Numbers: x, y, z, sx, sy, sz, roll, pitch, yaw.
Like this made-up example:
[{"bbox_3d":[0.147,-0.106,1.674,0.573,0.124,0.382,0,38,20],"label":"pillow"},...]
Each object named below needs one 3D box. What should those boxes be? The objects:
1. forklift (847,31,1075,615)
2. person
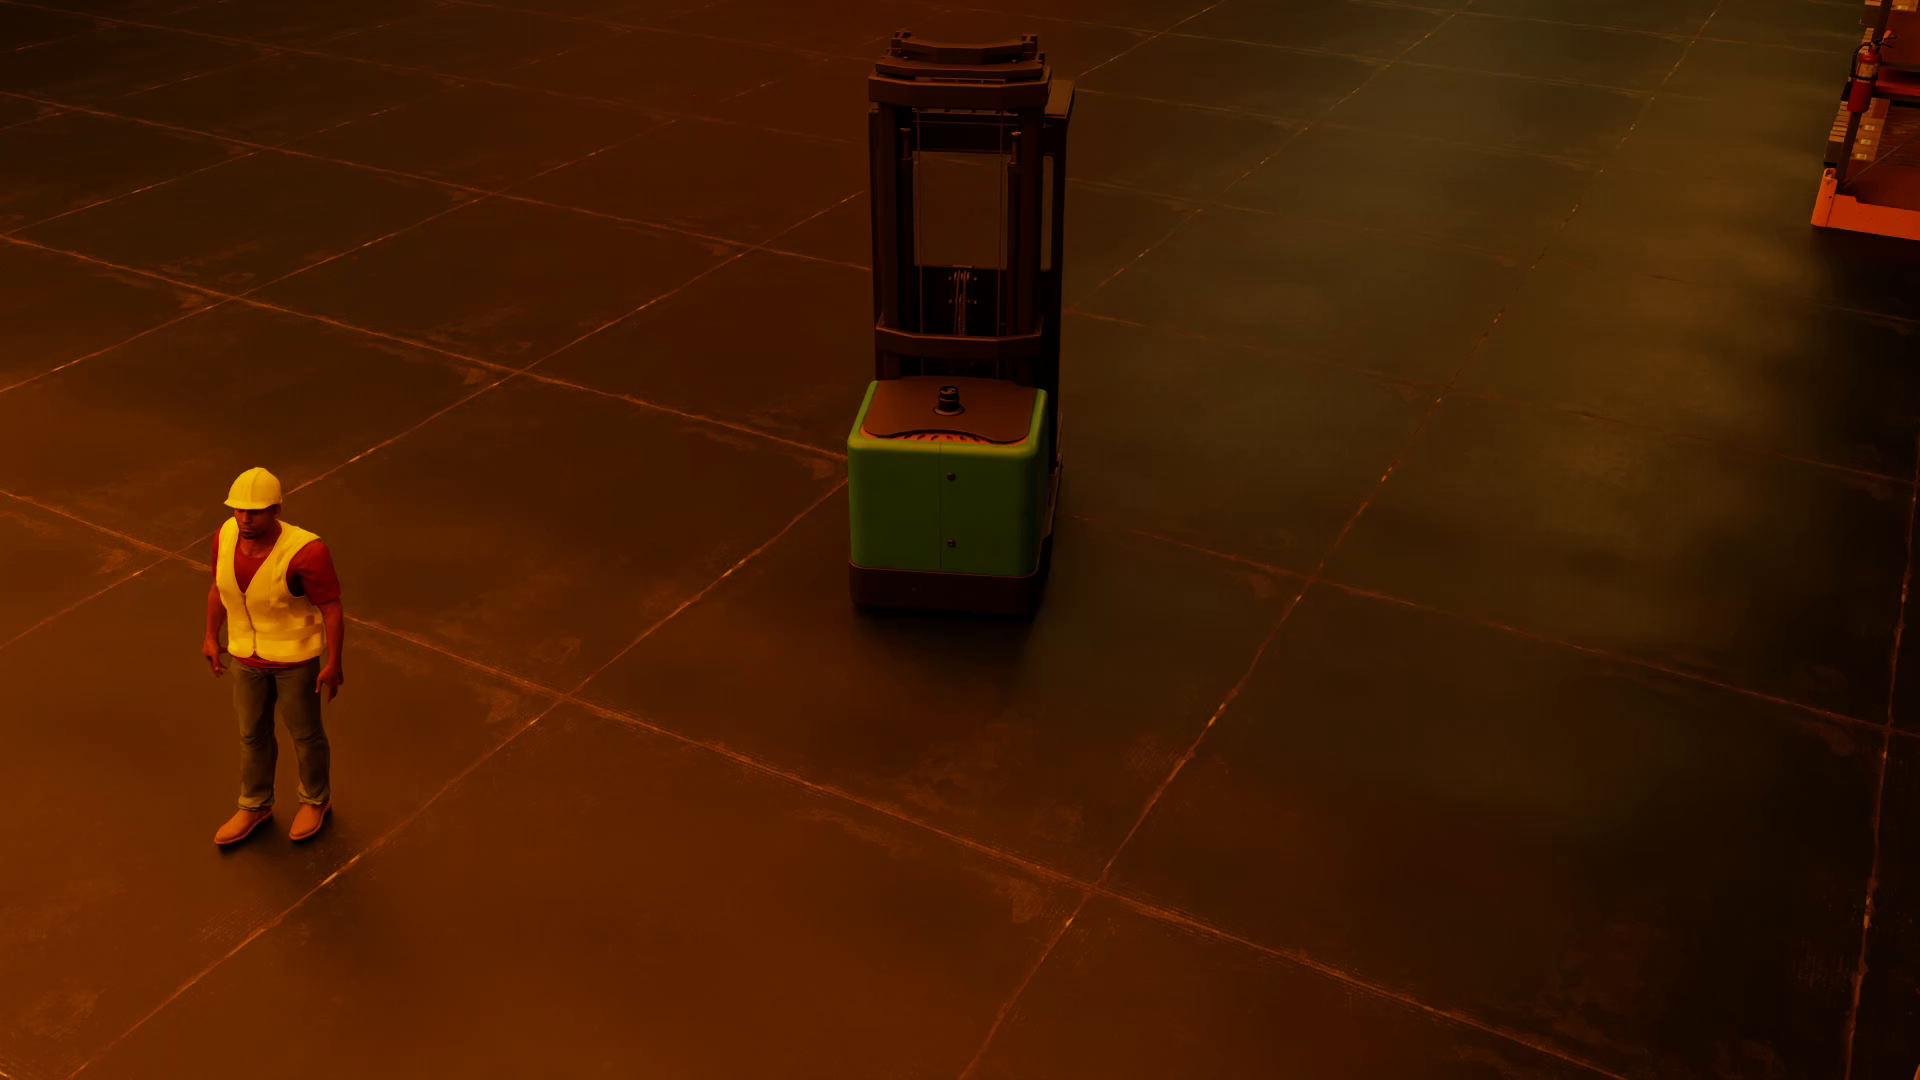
[{"bbox_3d":[0.072,-1.572,9.794,1.130,2.935,3.031,3,30,6],"label":"forklift"},{"bbox_3d":[-3.039,0.534,7.296,0.665,1.769,0.574,7,31,12],"label":"person"}]
